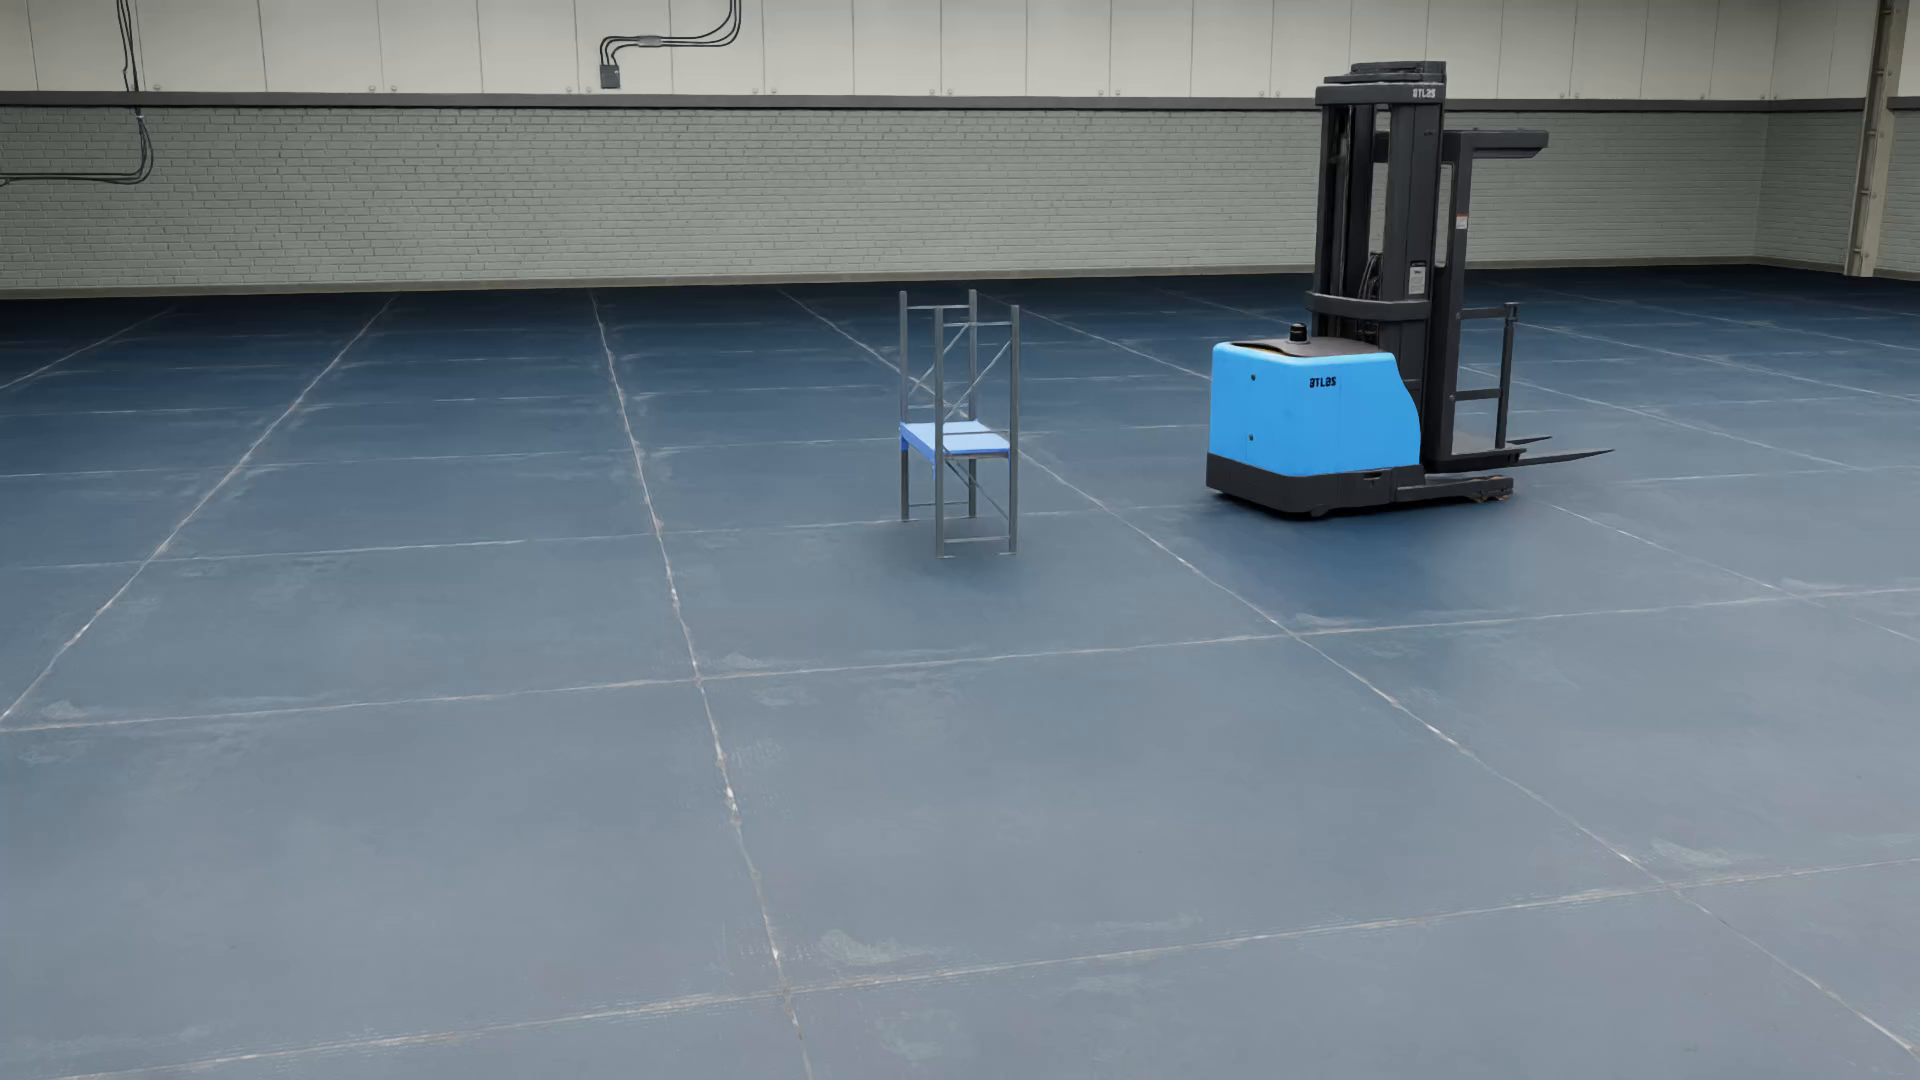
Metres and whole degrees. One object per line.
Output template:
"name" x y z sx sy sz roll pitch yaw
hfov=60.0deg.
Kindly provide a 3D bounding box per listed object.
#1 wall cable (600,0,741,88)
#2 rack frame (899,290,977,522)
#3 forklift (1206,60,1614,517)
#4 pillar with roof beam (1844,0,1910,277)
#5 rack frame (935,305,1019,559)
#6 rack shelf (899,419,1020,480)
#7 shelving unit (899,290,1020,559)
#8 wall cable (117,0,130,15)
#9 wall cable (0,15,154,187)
"wall cable" -4.675 -10.285 26.397 2.305 6.003 0.169 -3 14 -13
"rack frame" -0.139 -0.866 10.810 0.500 1.500 0.032 -3 14 -13
"forklift" 3.288 -1.789 11.575 3.031 2.935 1.130 -6 15 -24
"pillar with roof beam" 11.934 -8.870 27.770 9.100 9.000 0.400 -3 14 -13
"rack frame" 0.099 -0.631 9.850 0.500 1.500 0.032 -3 14 -13
"rack shelf" -0.020 -0.574 10.372 0.538 0.185 1.000 -3 14 -13
"shelving unit" -0.020 -0.748 10.330 0.538 1.500 1.048 -3 14 -13
"wall cable" -11.277 -9.203 25.036 3.097 2.526 0.112 -3 14 -13
"wall cable" -13.907 -6.599 25.018 3.097 2.526 0.112 -3 14 -13
